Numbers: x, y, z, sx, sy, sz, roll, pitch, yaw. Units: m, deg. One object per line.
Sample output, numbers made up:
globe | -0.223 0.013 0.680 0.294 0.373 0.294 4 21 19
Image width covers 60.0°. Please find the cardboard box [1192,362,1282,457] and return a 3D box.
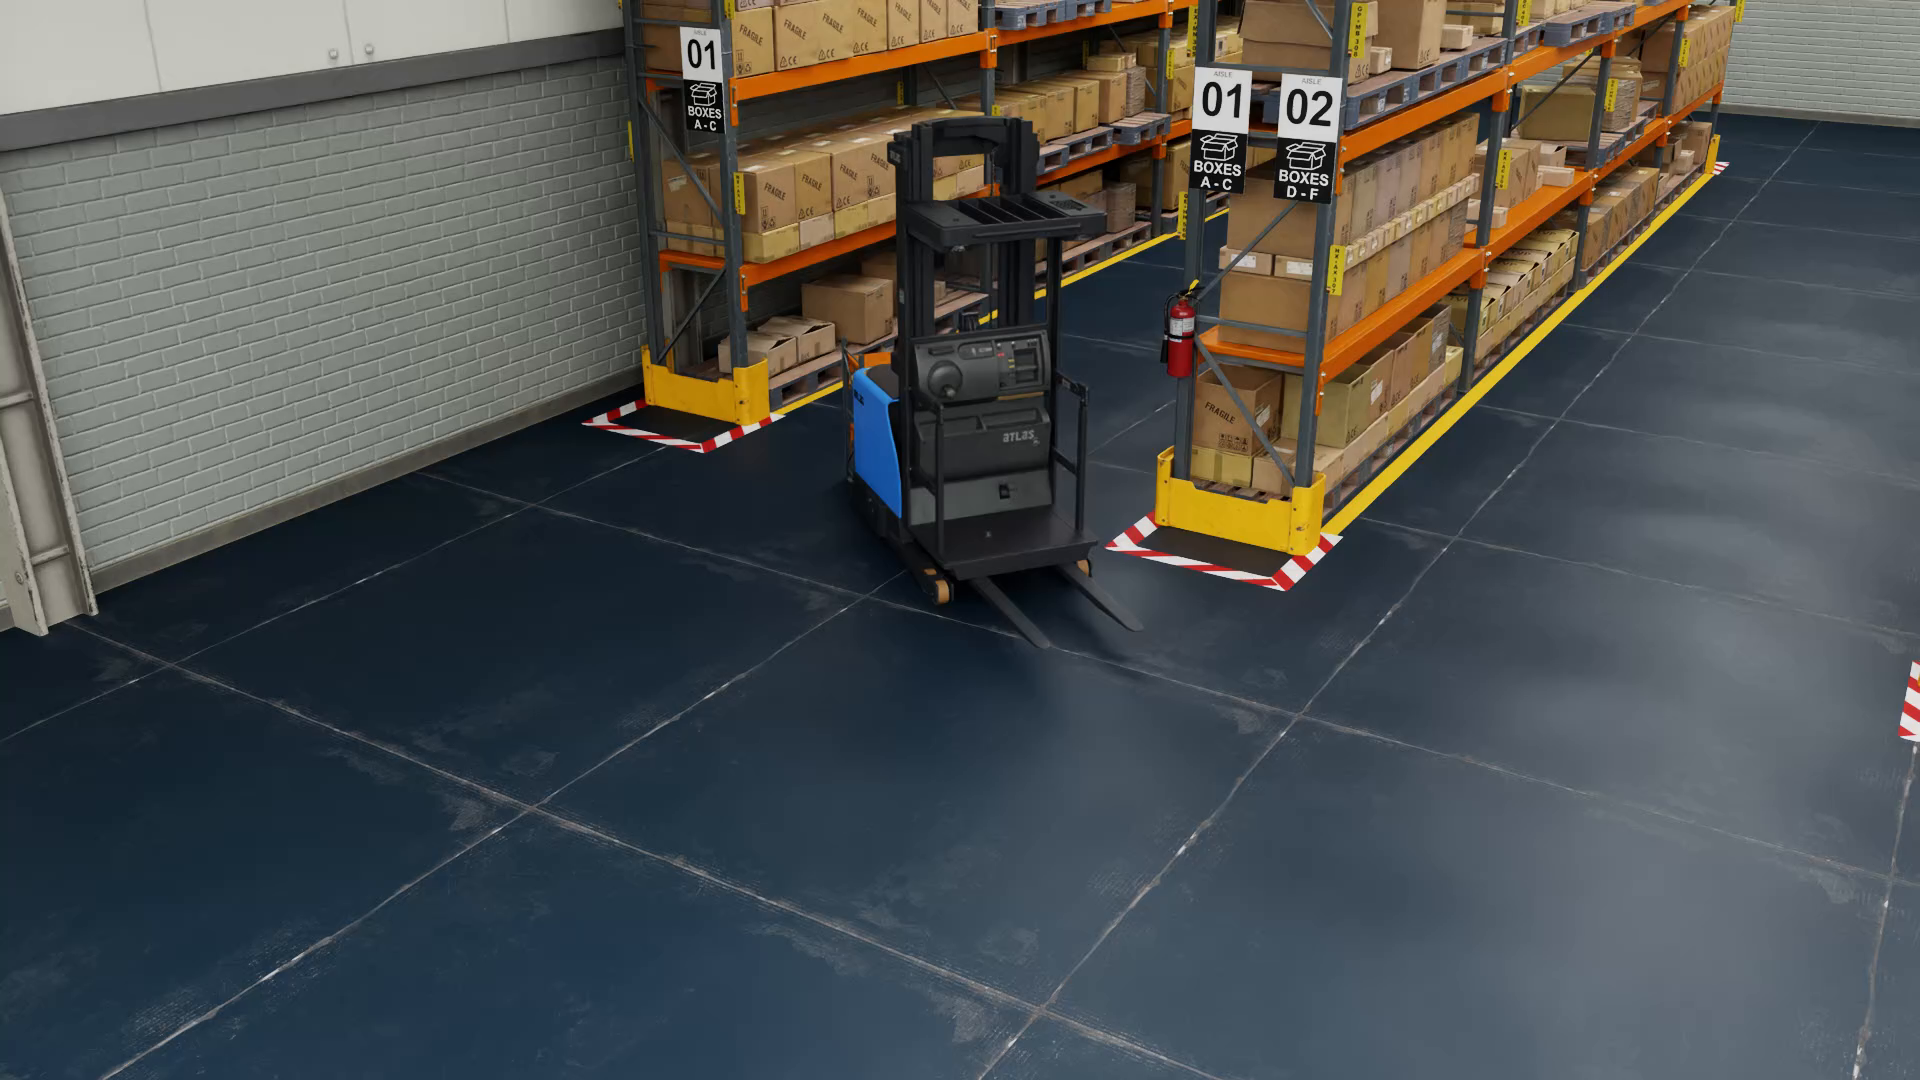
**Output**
cardboard box | 2.015 -0.964 12.189 0.500 0.500 0.500 14 27 29

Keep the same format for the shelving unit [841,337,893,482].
shelving unit | -0.310 -0.975 12.586 1.048 1.125 0.538 -8 25 -18

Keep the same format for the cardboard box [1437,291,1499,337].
cardboard box | 4.524 -2.071 14.985 0.500 0.311 0.500 14 27 29

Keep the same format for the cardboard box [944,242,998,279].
cardboard box | 0.259 -3.139 17.818 0.700 0.500 0.500 15 28 31

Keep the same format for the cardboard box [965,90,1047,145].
cardboard box | 0.483 -4.432 17.532 0.700 0.500 0.500 17 29 34

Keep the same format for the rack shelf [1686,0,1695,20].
rack shelf | 9.370 -7.217 21.775 1.077 0.370 4.000 14 27 29

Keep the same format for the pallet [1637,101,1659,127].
pallet | 7.801 -5.161 20.137 1.003 0.211 1.213 14 27 29

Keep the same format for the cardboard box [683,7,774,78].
cardboard box | -1.837 -3.974 13.228 0.500 0.500 0.500 15 27 30

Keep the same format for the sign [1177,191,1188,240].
sign | 1.531 -2.204 11.310 0.100 0.325 0.005 14 27 29

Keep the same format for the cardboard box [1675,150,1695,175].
cardboard box | 9.821 -5.236 22.977 0.500 0.250 0.500 14 27 29

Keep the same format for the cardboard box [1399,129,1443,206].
cardboard box | 3.336 -2.946 13.020 0.700 0.500 0.500 14 27 29

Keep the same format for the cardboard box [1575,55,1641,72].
cardboard box | 7.875 -5.621 20.304 0.700 0.500 0.500 5 24 11

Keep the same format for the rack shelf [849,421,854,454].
rack shelf | -0.309 -0.751 12.683 1.000 0.278 0.538 -8 25 -18

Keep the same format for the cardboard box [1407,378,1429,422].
cardboard box | 3.513 -1.185 13.645 0.500 0.250 0.500 14 27 29

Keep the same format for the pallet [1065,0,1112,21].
pallet | 0.845 -5.659 17.508 1.213 0.211 1.003 14 27 29

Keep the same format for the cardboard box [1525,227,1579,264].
cardboard box | 6.138 -3.105 17.374 0.500 0.311 0.500 15 27 30

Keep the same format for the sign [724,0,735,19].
sign | -1.764 -4.146 12.676 0.100 0.325 0.005 14 27 29

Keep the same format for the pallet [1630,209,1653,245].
pallet | 7.918 -3.933 20.570 1.003 0.211 1.213 14 27 29

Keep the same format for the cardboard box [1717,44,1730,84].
cardboard box | 10.420 -6.683 23.287 0.500 0.500 0.500 15 27 31

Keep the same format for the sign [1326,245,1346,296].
sign | 2.453 -1.761 10.852 0.100 0.325 0.005 14 27 29

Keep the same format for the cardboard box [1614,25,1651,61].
cardboard box | 8.362 -6.225 20.970 0.500 0.500 0.500 14 27 29

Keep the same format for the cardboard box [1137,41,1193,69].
cardboard box | 2.468 -5.827 19.965 0.500 0.250 0.500 15 27 30

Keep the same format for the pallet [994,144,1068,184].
pallet | 0.411 -3.972 17.390 1.003 0.211 1.213 14 27 29

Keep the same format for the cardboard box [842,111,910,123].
cardboard box | -0.817 -3.828 16.037 0.500 0.500 0.500 14 27 29

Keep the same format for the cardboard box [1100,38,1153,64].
cardboard box | 2.013 -5.925 20.193 0.500 0.250 0.500 15 27 30

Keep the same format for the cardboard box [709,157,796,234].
cardboard box | -1.718 -2.865 13.812 0.500 0.500 0.500 14 27 29

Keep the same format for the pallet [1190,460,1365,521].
pallet | 2.353 -0.433 12.484 1.003 0.211 1.213 14 27 29

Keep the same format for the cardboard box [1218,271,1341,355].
cardboard box | 2.242 -1.646 11.651 0.700 0.500 0.500 14 27 29

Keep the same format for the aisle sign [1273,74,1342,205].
aisle sign | 2.210 -2.552 10.597 0.394 0.787 0.004 14 27 29

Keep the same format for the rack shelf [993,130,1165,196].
rack shelf | 0.939 -4.177 18.529 1.077 0.370 4.000 14 27 29

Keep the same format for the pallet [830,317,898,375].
pallet | -1.083 -1.905 15.885 1.003 0.211 1.213 14 27 29

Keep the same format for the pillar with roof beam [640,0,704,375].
pillar with roof beam | 1.066 -4.751 11.397 9.100 9.000 0.400 14 27 29

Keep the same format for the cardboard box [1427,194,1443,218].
cardboard box | 3.595 -2.659 13.175 0.380 0.149 0.250 14 27 29

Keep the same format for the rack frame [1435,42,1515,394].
rack frame | 4.095 -2.795 14.432 1.000 3.000 0.127 14 27 29

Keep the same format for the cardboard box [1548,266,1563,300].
cardboard box | 5.866 -2.673 17.081 0.500 0.250 0.500 14 27 28

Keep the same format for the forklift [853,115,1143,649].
forklift | 0.231 -1.113 10.631 1.130 2.935 3.031 -9 25 -20

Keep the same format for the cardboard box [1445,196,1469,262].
cardboard box | 3.866 -2.690 14.063 0.700 0.500 0.500 13 27 28

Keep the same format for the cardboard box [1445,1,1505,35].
cardboard box | 4.428 -4.502 14.258 0.500 0.250 0.500 17 29 34

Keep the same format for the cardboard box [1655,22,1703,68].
cardboard box | 9.074 -6.275 21.084 0.500 0.500 0.500 13 27 27

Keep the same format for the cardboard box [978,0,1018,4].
cardboard box | 0.241 -5.615 16.515 0.500 0.500 0.500 18 30 36

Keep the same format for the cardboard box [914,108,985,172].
cardboard box | -0.102 -3.892 16.185 0.500 0.500 0.500 14 27 29

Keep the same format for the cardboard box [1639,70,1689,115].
cardboard box | 8.815 -5.656 20.914 0.500 0.500 0.500 15 27 30

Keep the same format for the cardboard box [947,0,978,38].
cardboard box | -0.173 -5.041 15.692 0.500 0.500 0.500 15 27 30

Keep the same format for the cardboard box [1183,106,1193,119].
cardboard box | 2.717 -5.294 20.494 0.380 0.149 0.250 15 27 31

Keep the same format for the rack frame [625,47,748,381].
rack frame | -2.226 -2.482 13.708 1.000 3.000 0.127 14 27 29

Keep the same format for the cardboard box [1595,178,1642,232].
cardboard box | 7.765 -3.989 19.782 0.500 0.500 0.500 14 27 30

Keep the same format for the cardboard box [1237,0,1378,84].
cardboard box | 2.292 -3.319 11.031 0.797 0.503 0.637 16 28 33

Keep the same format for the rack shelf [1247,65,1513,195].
rack shelf | 3.040 -3.167 12.419 1.077 0.370 4.000 14 27 29

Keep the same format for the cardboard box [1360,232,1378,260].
cardboard box | 2.780 -2.135 11.963 0.380 0.149 0.250 13 27 28

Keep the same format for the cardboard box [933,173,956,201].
cardboard box | -0.378 -3.383 15.952 0.500 0.250 0.500 14 27 29

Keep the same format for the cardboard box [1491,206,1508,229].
cardboard box | 4.736 -2.936 15.073 0.380 0.149 0.250 14 27 29

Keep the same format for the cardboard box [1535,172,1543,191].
cardboard box | 5.580 -3.588 16.579 0.380 0.149 0.250 16 28 33

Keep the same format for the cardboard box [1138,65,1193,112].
cardboard box | 2.468 -5.484 20.117 0.500 0.500 0.500 15 27 30
